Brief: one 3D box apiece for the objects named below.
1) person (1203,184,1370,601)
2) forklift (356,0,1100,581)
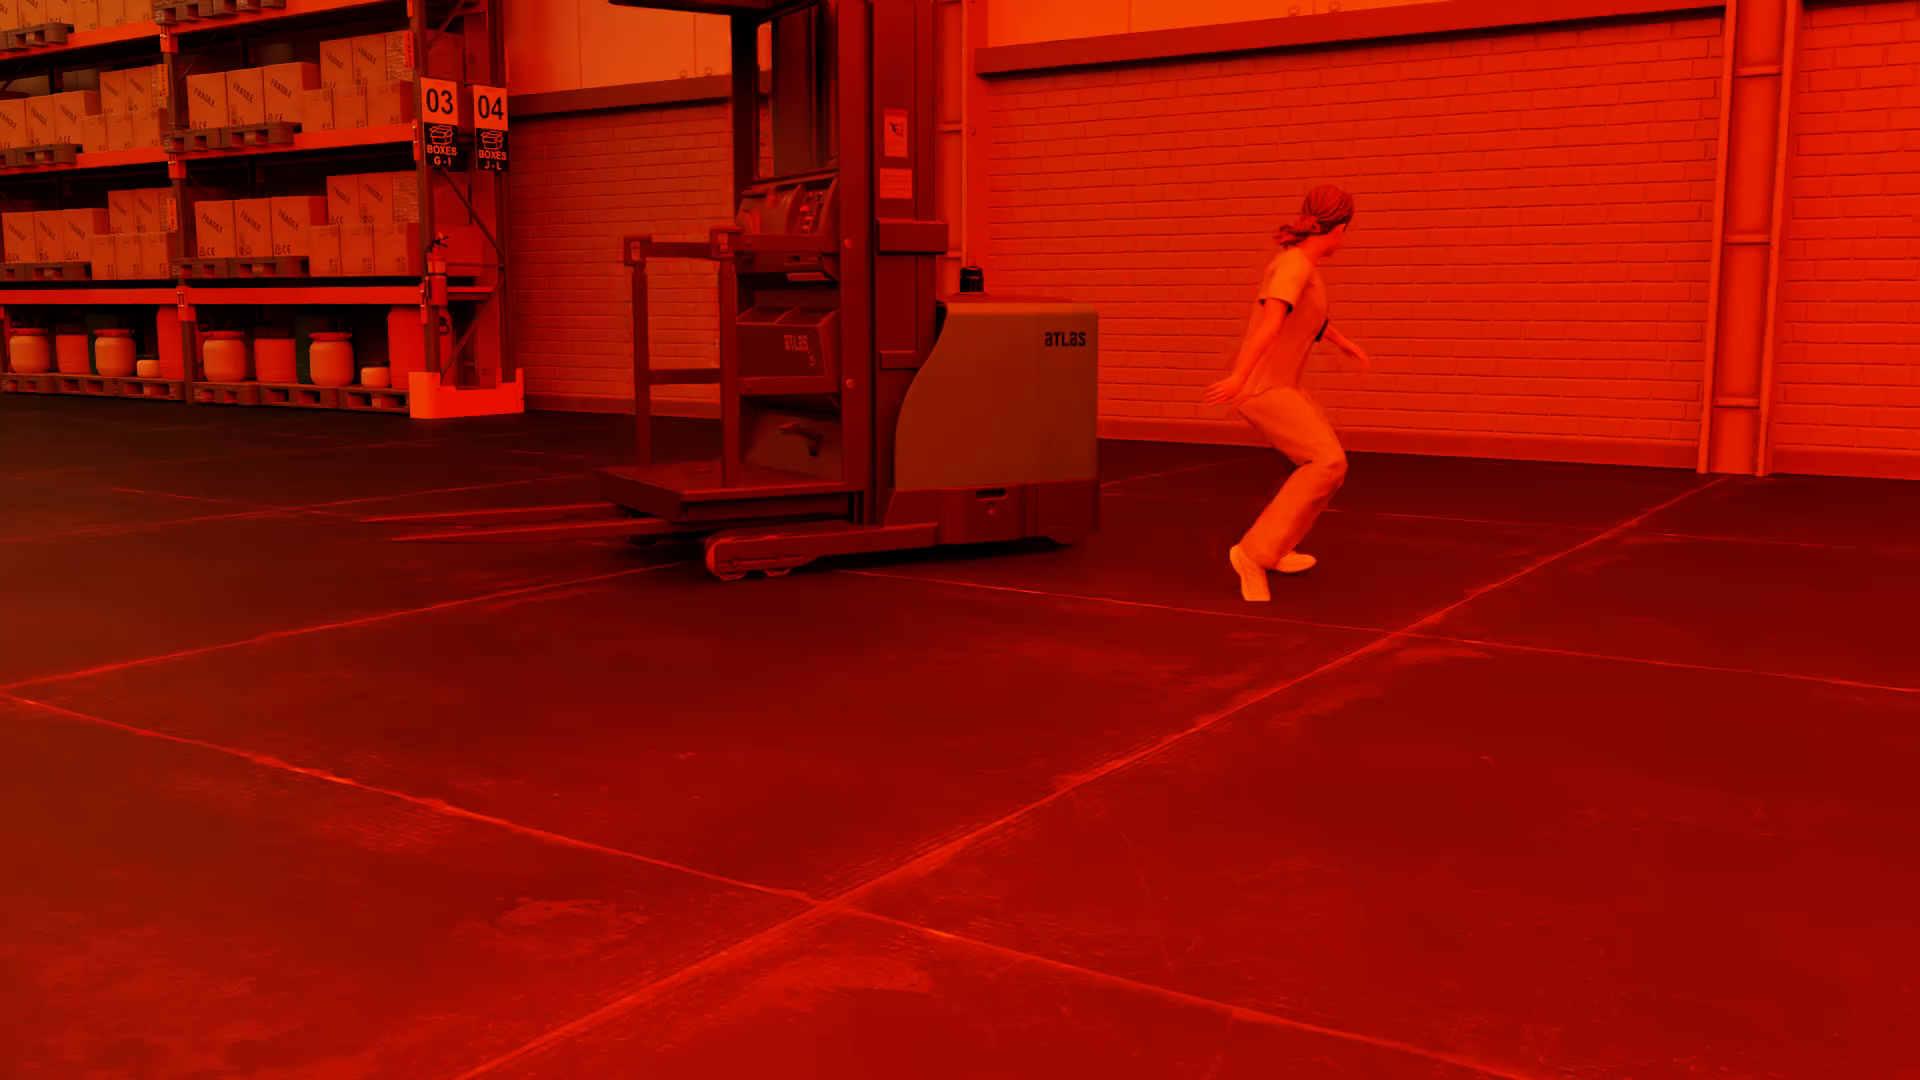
[{"bbox_3d":[1.236,-0.528,6.232,0.498,1.581,0.909,3,9,19],"label":"person"},{"bbox_3d":[-0.912,-1.376,6.871,3.031,2.935,1.130,-5,9,-30],"label":"forklift"}]
